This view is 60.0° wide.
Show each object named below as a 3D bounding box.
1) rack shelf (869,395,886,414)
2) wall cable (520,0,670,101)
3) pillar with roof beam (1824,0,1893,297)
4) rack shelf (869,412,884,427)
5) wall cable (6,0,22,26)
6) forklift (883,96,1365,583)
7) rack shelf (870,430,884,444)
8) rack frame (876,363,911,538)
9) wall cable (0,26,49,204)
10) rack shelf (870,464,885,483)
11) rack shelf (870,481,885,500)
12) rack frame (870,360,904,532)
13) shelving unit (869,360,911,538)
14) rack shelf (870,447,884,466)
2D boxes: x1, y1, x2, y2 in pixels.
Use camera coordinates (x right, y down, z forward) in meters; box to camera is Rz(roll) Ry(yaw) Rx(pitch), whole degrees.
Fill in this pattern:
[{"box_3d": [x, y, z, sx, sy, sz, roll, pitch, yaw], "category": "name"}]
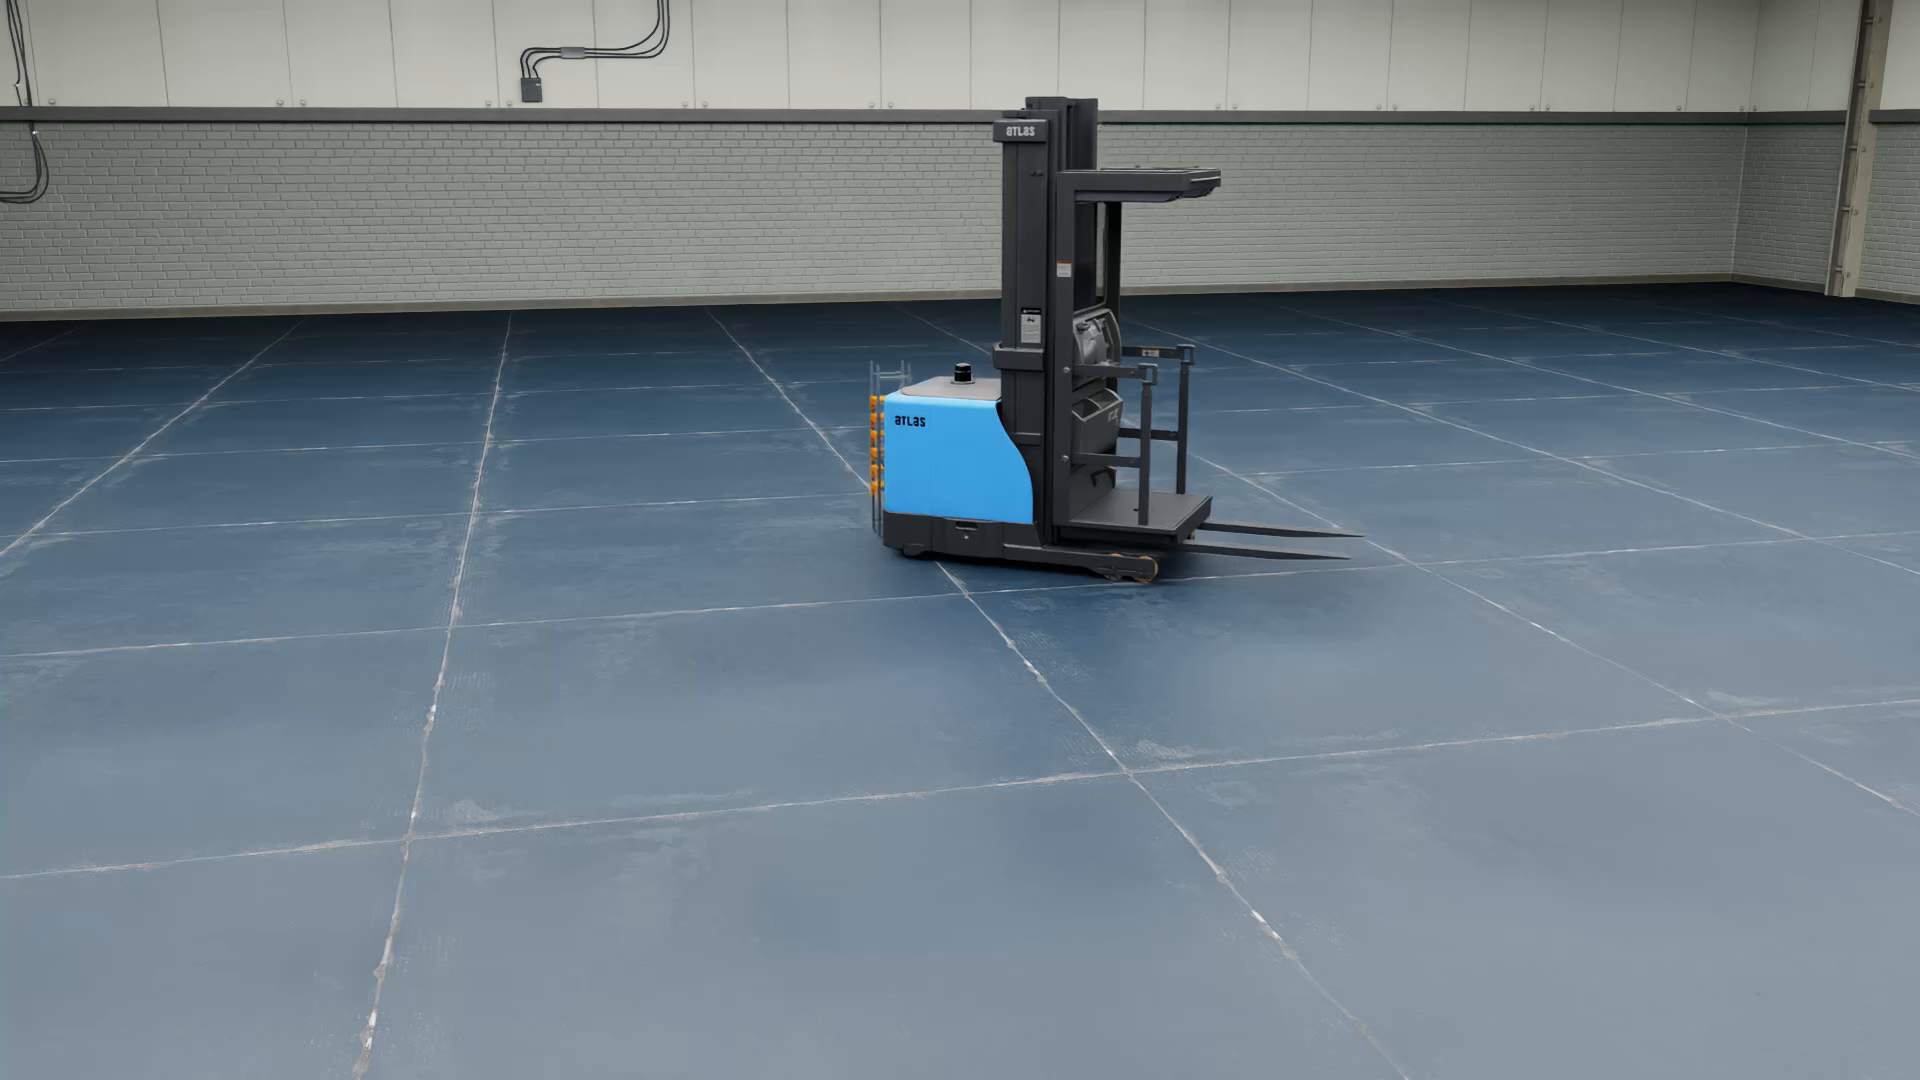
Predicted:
[{"box_3d": [-0.474, -0.933, 11.388, 0.258, 0.103, 0.180, -4, 14, -16], "category": "rack shelf"}, {"box_3d": [-5.638, -9.751, 25.212, 2.305, 6.003, 0.169, -3, 14, -13], "category": "wall cable"}, {"box_3d": [10.972, -8.336, 26.586, 9.100, 9.000, 0.400, -3, 14, -13], "category": "pillar with roof beam"}, {"box_3d": [-0.474, -0.816, 11.416, 0.258, 0.103, 0.180, -4, 14, -16], "category": "rack shelf"}, {"box_3d": [-12.240, -8.669, 23.851, 3.097, 2.526, 0.112, -3, 14, -13], "category": "wall cable"}, {"box_3d": [1.062, -1.300, 10.572, 3.031, 2.935, 1.130, 5, 15, 20], "category": "forklift"}, {"box_3d": [-0.474, -0.700, 11.445, 0.258, 0.103, 0.180, -4, 14, -16], "category": "rack shelf"}, {"box_3d": [-0.448, -0.606, 11.377, 0.240, 1.200, 0.006, -4, 14, -16], "category": "rack frame"}, {"box_3d": [-14.869, -6.065, 23.833, 3.097, 2.526, 0.112, -3, 14, -13], "category": "wall cable"}, {"box_3d": [-0.474, -0.467, 11.502, 0.258, 0.103, 0.180, -4, 14, -16], "category": "rack shelf"}, {"box_3d": [-0.474, -0.350, 11.530, 0.258, 0.103, 0.180, -4, 14, -16], "category": "rack shelf"}, {"box_3d": [-0.501, -0.647, 11.548, 0.240, 1.200, 0.006, -4, 14, -16], "category": "rack frame"}, {"box_3d": [-0.474, -0.626, 11.463, 0.258, 1.200, 0.189, -4, 14, -16], "category": "shelving unit"}, {"box_3d": [-0.474, -0.583, 11.473, 0.258, 0.103, 0.180, -4, 14, -16], "category": "rack shelf"}]
